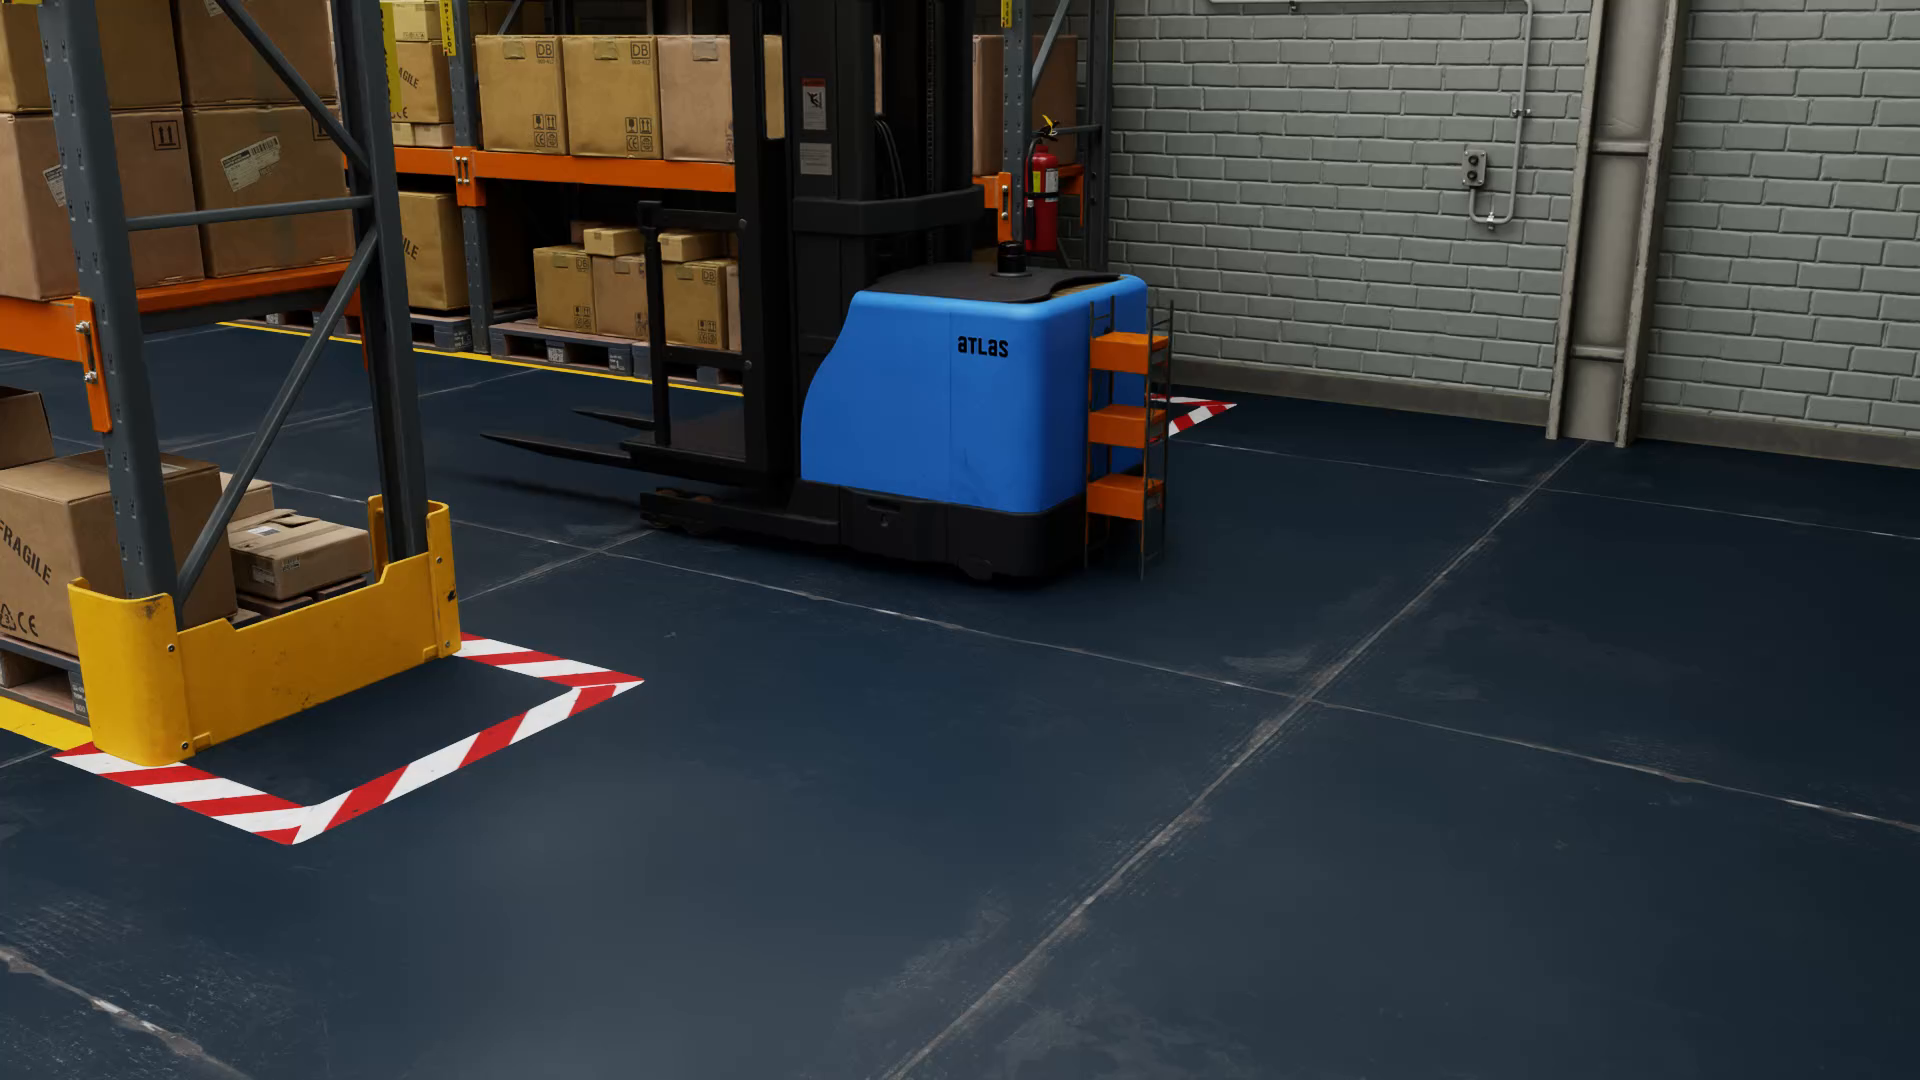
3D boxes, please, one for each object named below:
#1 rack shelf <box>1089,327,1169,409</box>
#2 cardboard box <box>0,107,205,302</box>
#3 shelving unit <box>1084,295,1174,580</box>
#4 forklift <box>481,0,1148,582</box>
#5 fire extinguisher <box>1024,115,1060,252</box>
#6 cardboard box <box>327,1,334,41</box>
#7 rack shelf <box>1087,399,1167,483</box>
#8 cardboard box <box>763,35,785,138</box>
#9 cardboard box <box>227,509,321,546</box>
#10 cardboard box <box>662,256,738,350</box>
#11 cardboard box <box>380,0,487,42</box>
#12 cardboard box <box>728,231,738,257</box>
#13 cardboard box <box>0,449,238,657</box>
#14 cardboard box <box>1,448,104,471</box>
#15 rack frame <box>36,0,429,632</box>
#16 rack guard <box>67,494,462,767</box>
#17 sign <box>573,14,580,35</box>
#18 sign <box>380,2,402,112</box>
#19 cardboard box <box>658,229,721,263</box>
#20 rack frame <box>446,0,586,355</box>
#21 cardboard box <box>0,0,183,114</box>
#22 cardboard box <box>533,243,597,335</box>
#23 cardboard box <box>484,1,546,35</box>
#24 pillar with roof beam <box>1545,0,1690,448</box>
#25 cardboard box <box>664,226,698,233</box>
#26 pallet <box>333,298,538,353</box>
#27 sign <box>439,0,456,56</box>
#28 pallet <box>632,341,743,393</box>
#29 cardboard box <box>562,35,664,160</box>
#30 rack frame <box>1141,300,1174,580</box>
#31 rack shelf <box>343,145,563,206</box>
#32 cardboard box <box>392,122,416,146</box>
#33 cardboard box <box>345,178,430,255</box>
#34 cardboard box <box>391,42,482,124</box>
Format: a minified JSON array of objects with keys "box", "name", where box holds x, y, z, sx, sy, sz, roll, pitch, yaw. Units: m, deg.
[{"box":[0.643,-0.653,6.284,0.240,0.259,0.215,10,19,29],"name":"rack shelf"},{"box":[-2.585,-0.988,4.799,0.500,0.500,0.500,11,20,32],"name":"cardboard box"},{"box":[0.643,-0.391,6.364,0.252,1.050,0.215,10,19,29],"name":"shelving unit"},{"box":[-0.761,-1.541,6.911,3.031,2.935,1.130,10,19,29],"name":"forklift"},{"box":[0.416,-1.814,8.466,0.183,0.674,0.296,10,20,30],"name":"fire extinguisher"},{"box":[-3.842,-3.421,10.975,0.500,0.250,0.500,11,20,31],"name":"cardboard box"},{"box":[0.643,-0.381,6.367,0.240,0.259,0.215,10,19,29],"name":"rack shelf"},{"box":[-0.537,-2.493,9.411,0.700,0.700,0.980,10,20,30],"name":"cardboard box"},{"box":[-2.451,0.019,5.775,0.250,0.166,0.380,10,20,30],"name":"cardboard box"},{"box":[-1.434,-1.485,10.186,0.500,0.500,0.700,11,20,31],"name":"cardboard box"},{"box":[-3.412,-3.341,10.711,0.500,0.250,0.500,11,20,31],"name":"cardboard box"},{"box":[-1.206,-1.825,10.190,0.250,0.149,0.380,10,19,29],"name":"cardboard box"},{"box":[-2.653,0.025,5.182,0.500,0.500,0.500,10,20,30],"name":"cardboard box"},{"box":[-3.228,-0.139,6.152,0.500,0.250,0.500,10,20,30],"name":"cardboard box"},{"box":[-2.061,-0.939,4.812,0.127,3.000,1.000,10,20,30],"name":"rack frame"},{"box":[-2.125,0.245,5.213,0.348,0.500,1.175,10,20,30],"name":"rack guard"},{"box":[-2.591,-3.365,11.171,0.005,0.325,0.100,10,20,30],"name":"sign"},{"box":[-1.777,-1.488,5.128,0.005,0.325,0.100,10,20,30],"name":"sign"},{"box":[-1.655,-1.774,10.024,0.250,0.149,0.380,9,19,28],"name":"cardboard box"},{"box":[-2.880,-2.775,10.855,0.127,3.000,1.000,10,20,30],"name":"rack frame"},{"box":[-2.584,-1.465,4.650,0.500,0.500,0.500,10,20,30],"name":"cardboard box"},{"box":[-2.296,-1.641,10.700,0.500,0.500,0.700,10,20,31],"name":"cardboard box"},{"box":[-3.135,-3.468,11.128,0.500,0.250,0.500,11,20,32],"name":"cardboard box"},{"box":[1.029,-3.774,3.824,0.400,9.000,9.100,10,20,30],"name":"pillar with roof beam"},{"box":[-1.641,-1.903,10.446,0.250,0.149,0.380,9,19,28],"name":"cardboard box"},{"box":[-3.577,-1.539,11.586,1.213,0.211,1.003,10,20,30],"name":"pallet"},{"box":[-3.156,-3.155,10.251,0.005,0.325,0.100,10,20,30],"name":"sign"},{"box":[-1.229,-1.120,10.206,1.213,0.211,1.003,10,20,30],"name":"pallet"},{"box":[-1.807,-2.719,10.157,0.700,0.700,0.980,10,19,29],"name":"cardboard box"},{"box":[0.748,-0.373,6.304,0.008,1.050,0.200,10,19,29],"name":"rack frame"},{"box":[-4.584,-2.735,11.961,4.000,0.370,1.077,10,20,30],"name":"rack shelf"},{"box":[-3.544,-2.678,10.935,0.250,0.149,0.380,11,20,31],"name":"cardboard box"},{"box":[-4.261,-2.148,11.769,0.750,0.750,0.750,11,20,32],"name":"cardboard box"},{"box":[-3.405,-2.982,10.820,0.500,0.500,0.500,10,19,29],"name":"cardboard box"}]
